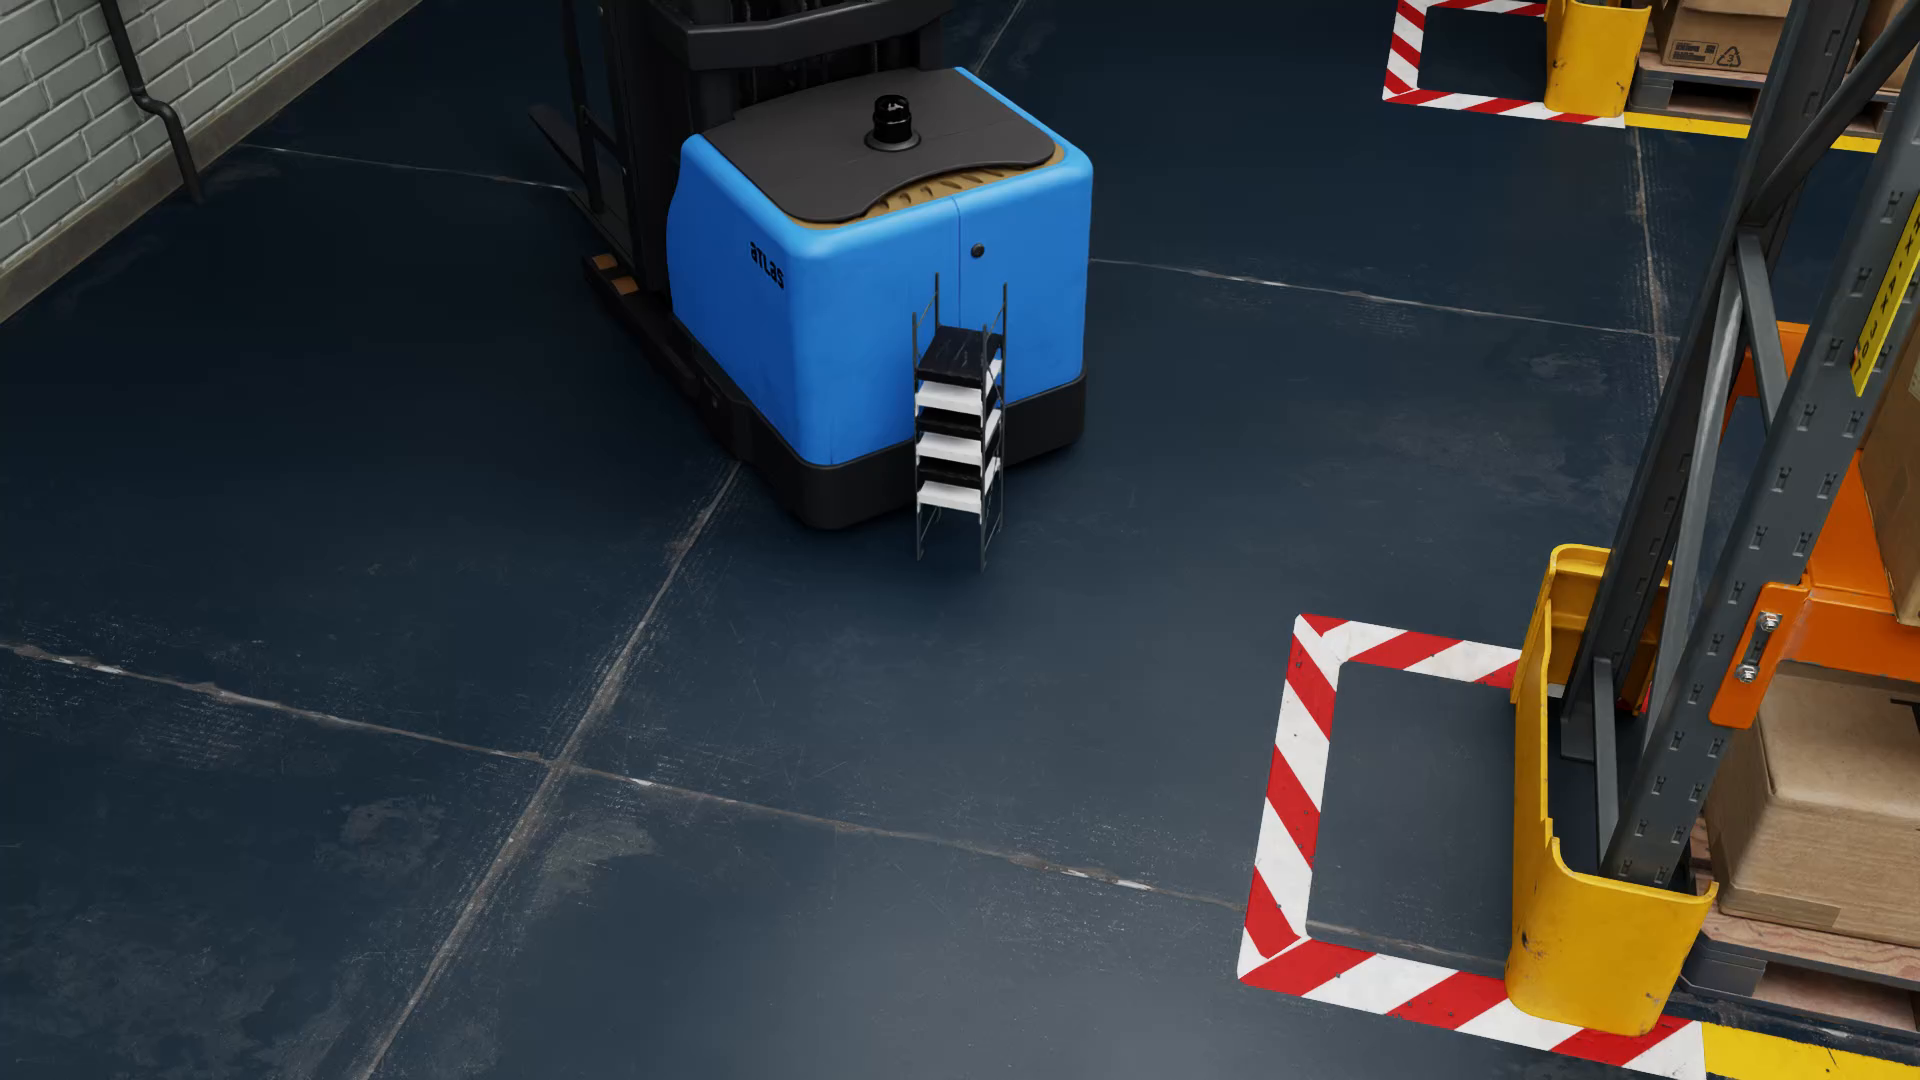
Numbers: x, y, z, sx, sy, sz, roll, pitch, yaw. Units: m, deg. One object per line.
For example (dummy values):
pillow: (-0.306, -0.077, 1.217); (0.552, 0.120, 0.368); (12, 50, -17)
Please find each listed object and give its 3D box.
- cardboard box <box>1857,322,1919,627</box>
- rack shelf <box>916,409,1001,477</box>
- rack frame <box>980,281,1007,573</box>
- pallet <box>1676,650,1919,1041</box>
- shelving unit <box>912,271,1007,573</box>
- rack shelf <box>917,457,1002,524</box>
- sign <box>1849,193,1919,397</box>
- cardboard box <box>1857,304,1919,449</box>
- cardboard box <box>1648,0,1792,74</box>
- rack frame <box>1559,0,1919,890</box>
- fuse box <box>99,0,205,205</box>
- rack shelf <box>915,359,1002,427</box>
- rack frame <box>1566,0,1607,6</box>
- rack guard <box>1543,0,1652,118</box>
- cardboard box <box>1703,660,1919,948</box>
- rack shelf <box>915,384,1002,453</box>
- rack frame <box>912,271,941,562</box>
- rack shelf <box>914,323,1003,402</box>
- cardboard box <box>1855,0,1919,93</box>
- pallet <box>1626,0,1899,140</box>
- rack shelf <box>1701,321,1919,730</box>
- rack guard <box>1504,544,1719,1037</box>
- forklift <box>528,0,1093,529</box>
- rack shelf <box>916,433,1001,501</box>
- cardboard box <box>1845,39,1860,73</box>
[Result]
cardboard box: (2.017, -0.149, 3.018); (0.500, 0.500, 0.500); (9, 41, 11)
rack shelf: (0.001, -0.308, 4.969); (0.200, 0.077, 0.258); (10, 41, 12)
rack frame: (0.099, -0.316, 4.926); (0.006, 0.900, 0.240); (10, 41, 12)
pallet: (2.420, 0.783, 4.154); (1.213, 0.211, 1.003); (10, 41, 11)
shelving unit: (0.001, -0.334, 4.948); (0.210, 0.900, 0.258); (10, 41, 12)
rack shelf: (0.001, -0.170, 5.085); (0.200, 0.077, 0.258); (10, 41, 12)
sign: (1.478, -0.387, 2.644); (0.005, 0.325, 0.100); (10, 41, 11)
cardboard box: (2.162, -0.492, 3.425); (0.500, 0.500, 0.500); (10, 41, 12)
cardboard box: (3.473, -2.498, 7.506); (0.637, 0.503, 0.797); (8, 41, 10)
rack frame: (1.628, -0.369, 3.357); (0.127, 3.000, 1.000); (10, 41, 11)
fuse box: (-3.142, -2.079, 6.395); (0.414, 1.711, 0.539); (10, 41, 11)
rack shelf: (0.001, -0.446, 4.853); (0.200, 0.077, 0.258); (10, 41, 12)
rack frame: (2.907, -3.453, 7.030); (0.127, 3.000, 1.000); (10, 41, 11)
rack guard: (2.980, -2.484, 7.819); (0.348, 0.500, 1.175); (10, 41, 11)
cardboard box: (2.291, 0.499, 3.989); (0.875, 0.438, 0.875); (8, 41, 10)
rack shelf: (0.001, -0.377, 4.911); (0.200, 0.077, 0.258); (10, 41, 12)
rack frame: (-0.096, -0.352, 4.969); (0.006, 0.900, 0.240); (10, 41, 12)
rack shelf: (0.001, -0.515, 4.795); (0.200, 0.077, 0.258); (10, 41, 12)
cardboard box: (4.289, -2.330, 7.309); (0.500, 0.500, 0.700); (11, 41, 13)
pallet: (3.751, -2.241, 7.754); (1.213, 0.211, 1.003); (10, 41, 11)
rack shelf: (3.560, 0.239, 3.193); (4.000, 0.370, 1.077); (10, 41, 11)
rack guard: (1.604, 0.584, 4.166); (0.348, 0.500, 1.175); (10, 41, 11)
forklift: (-0.778, -2.081, 5.449); (1.130, 2.935, 3.031); (-21, 44, -23)
rack shelf: (0.001, -0.239, 5.027); (0.200, 0.077, 0.258); (10, 41, 12)
cardboard box: (3.874, -2.267, 7.507); (0.250, 0.149, 0.380); (8, 41, 10)
